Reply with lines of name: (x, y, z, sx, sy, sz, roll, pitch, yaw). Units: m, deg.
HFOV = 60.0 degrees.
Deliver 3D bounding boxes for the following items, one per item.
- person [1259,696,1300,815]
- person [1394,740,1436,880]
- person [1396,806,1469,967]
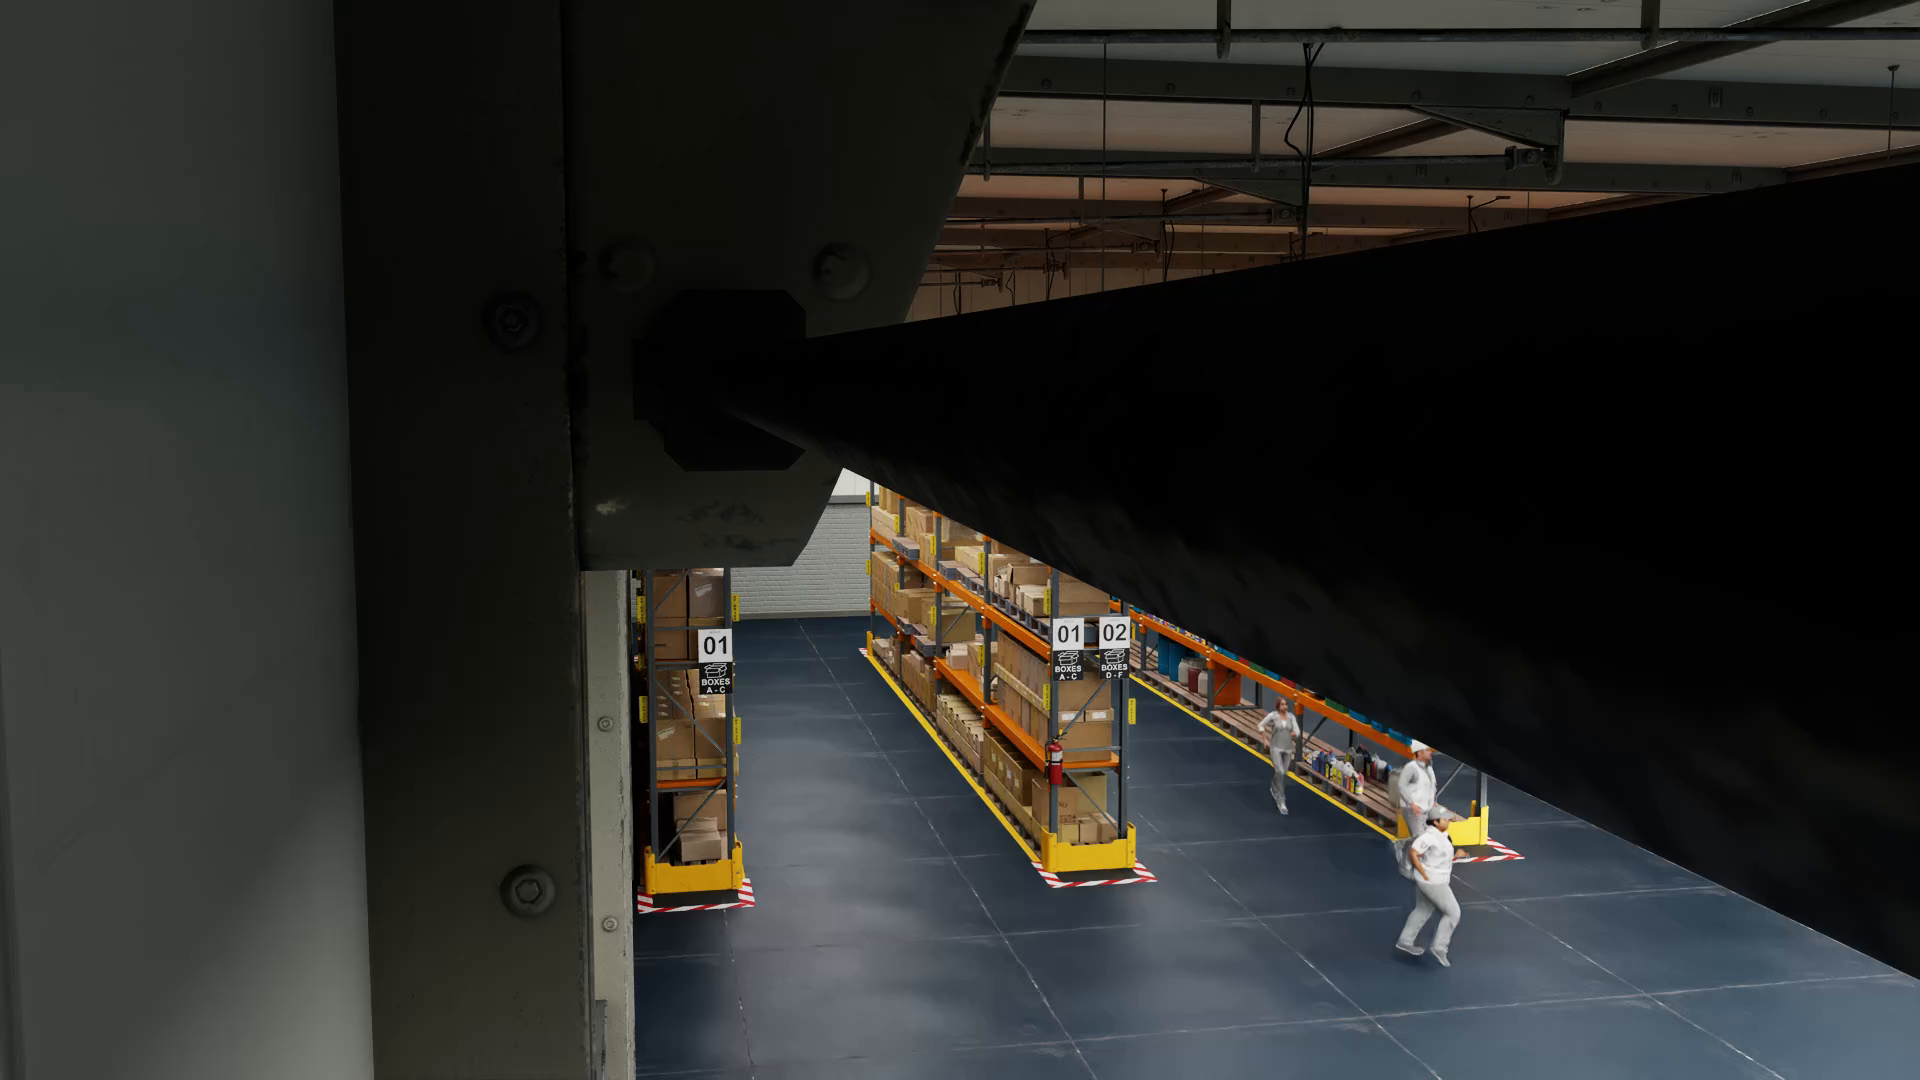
person: (4.587, 3.036, 23.819, 0.519, 1.626, 0.797, -1, 6, -13)
person: (5.699, 3.329, 20.749, 0.702, 1.702, 0.543, -5, 8, -42)
person: (5.041, 3.680, 17.733, 0.727, 1.729, 0.572, 2, 6, 14)
